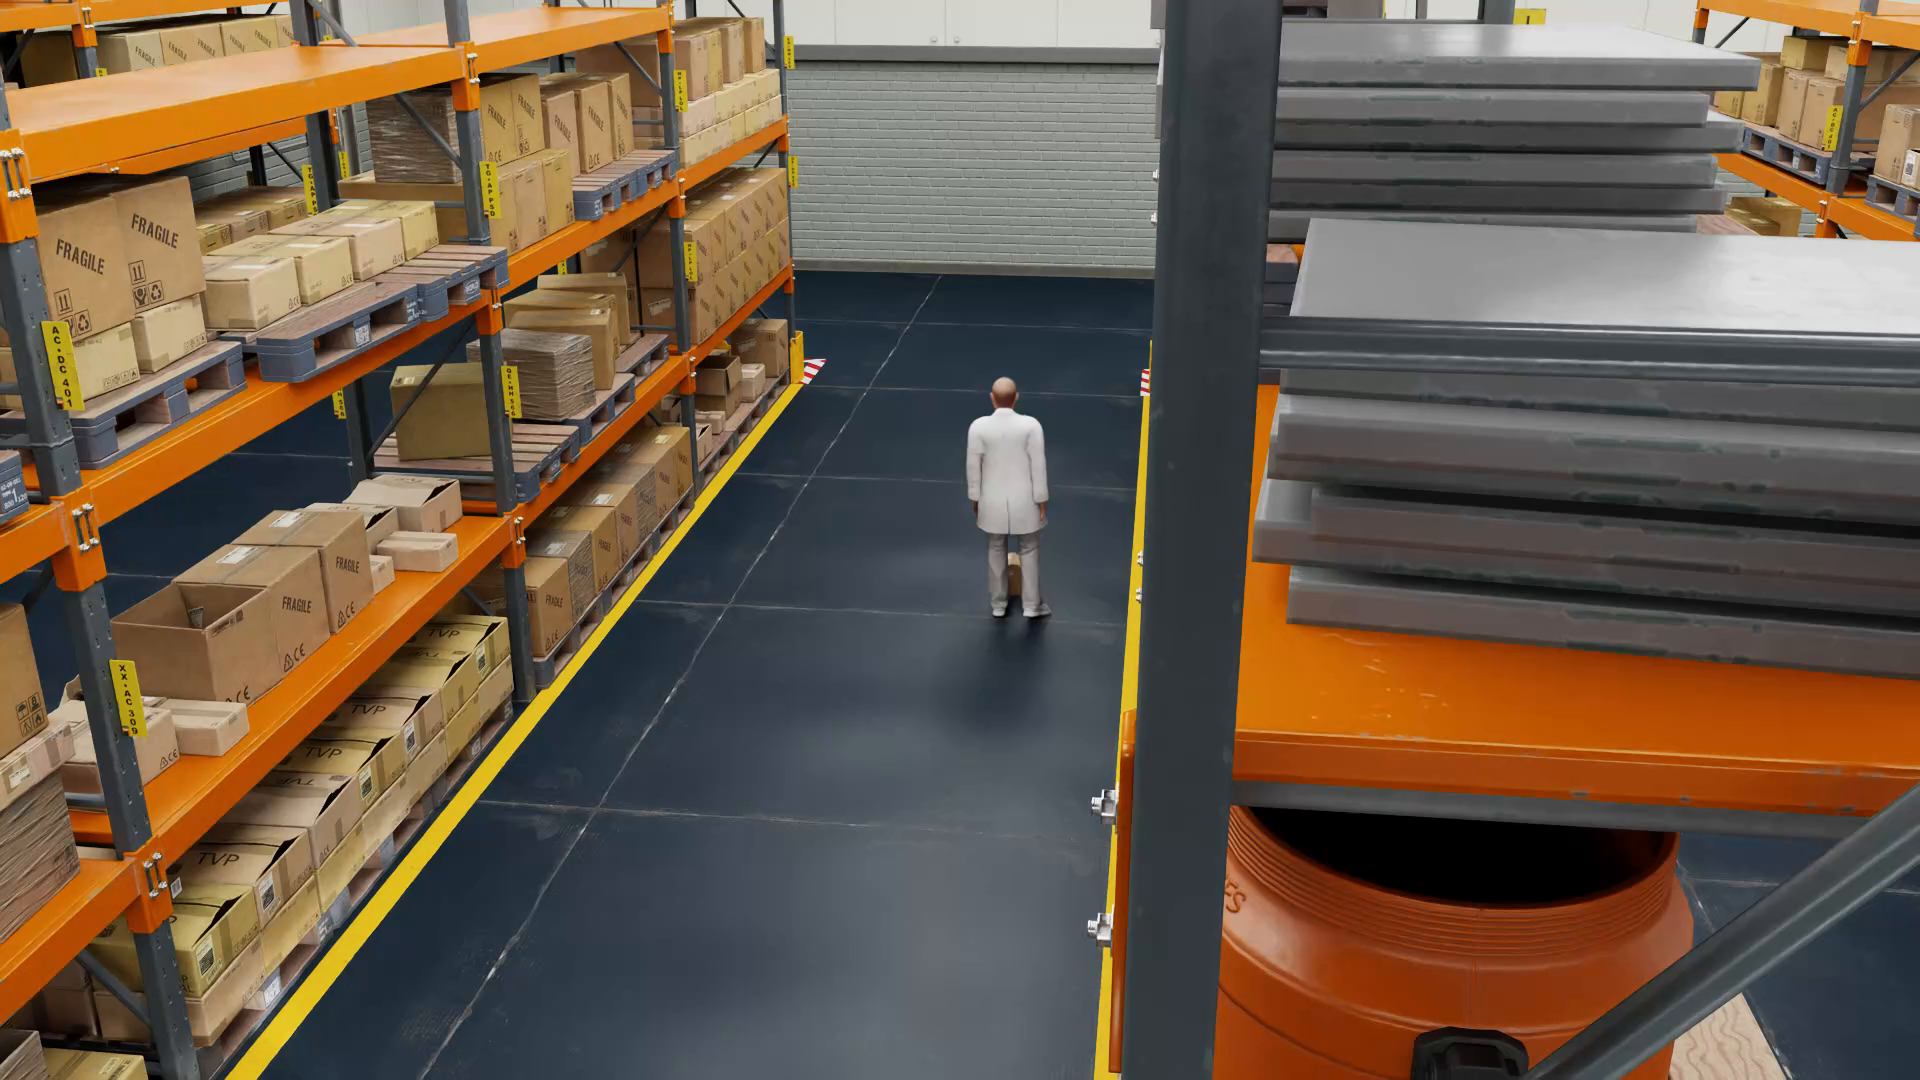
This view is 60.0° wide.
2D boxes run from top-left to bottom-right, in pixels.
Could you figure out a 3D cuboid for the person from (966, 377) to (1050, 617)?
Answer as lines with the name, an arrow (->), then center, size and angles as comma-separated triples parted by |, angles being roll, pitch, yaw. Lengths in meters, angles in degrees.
person -> 0.355, -0.296, 11.886 | 0.603, 1.820, 0.461 | 2, 21, 6
